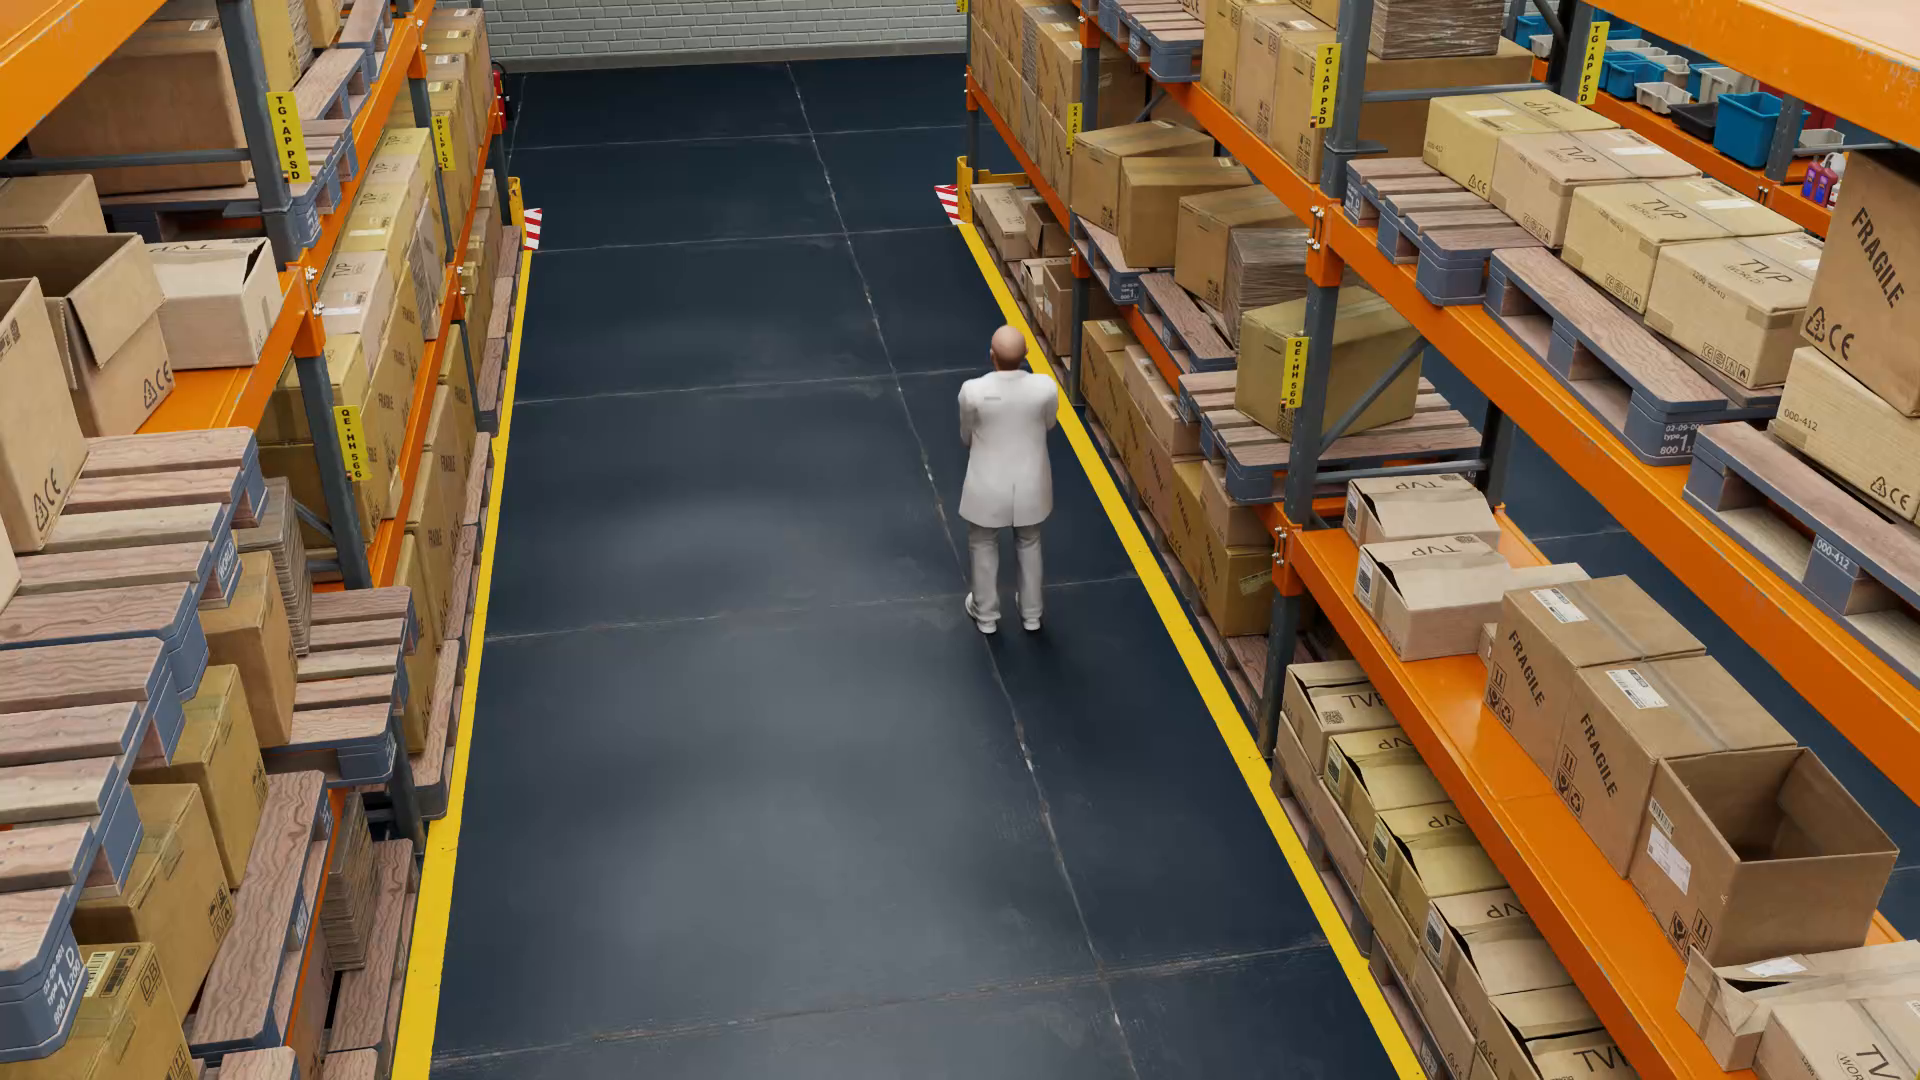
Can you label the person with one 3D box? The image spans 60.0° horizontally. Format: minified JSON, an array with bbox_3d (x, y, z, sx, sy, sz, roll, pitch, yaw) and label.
[{"bbox_3d":[0.228,-0.375,8.804,0.529,1.770,0.563,-5,31,-8],"label":"person"}]
